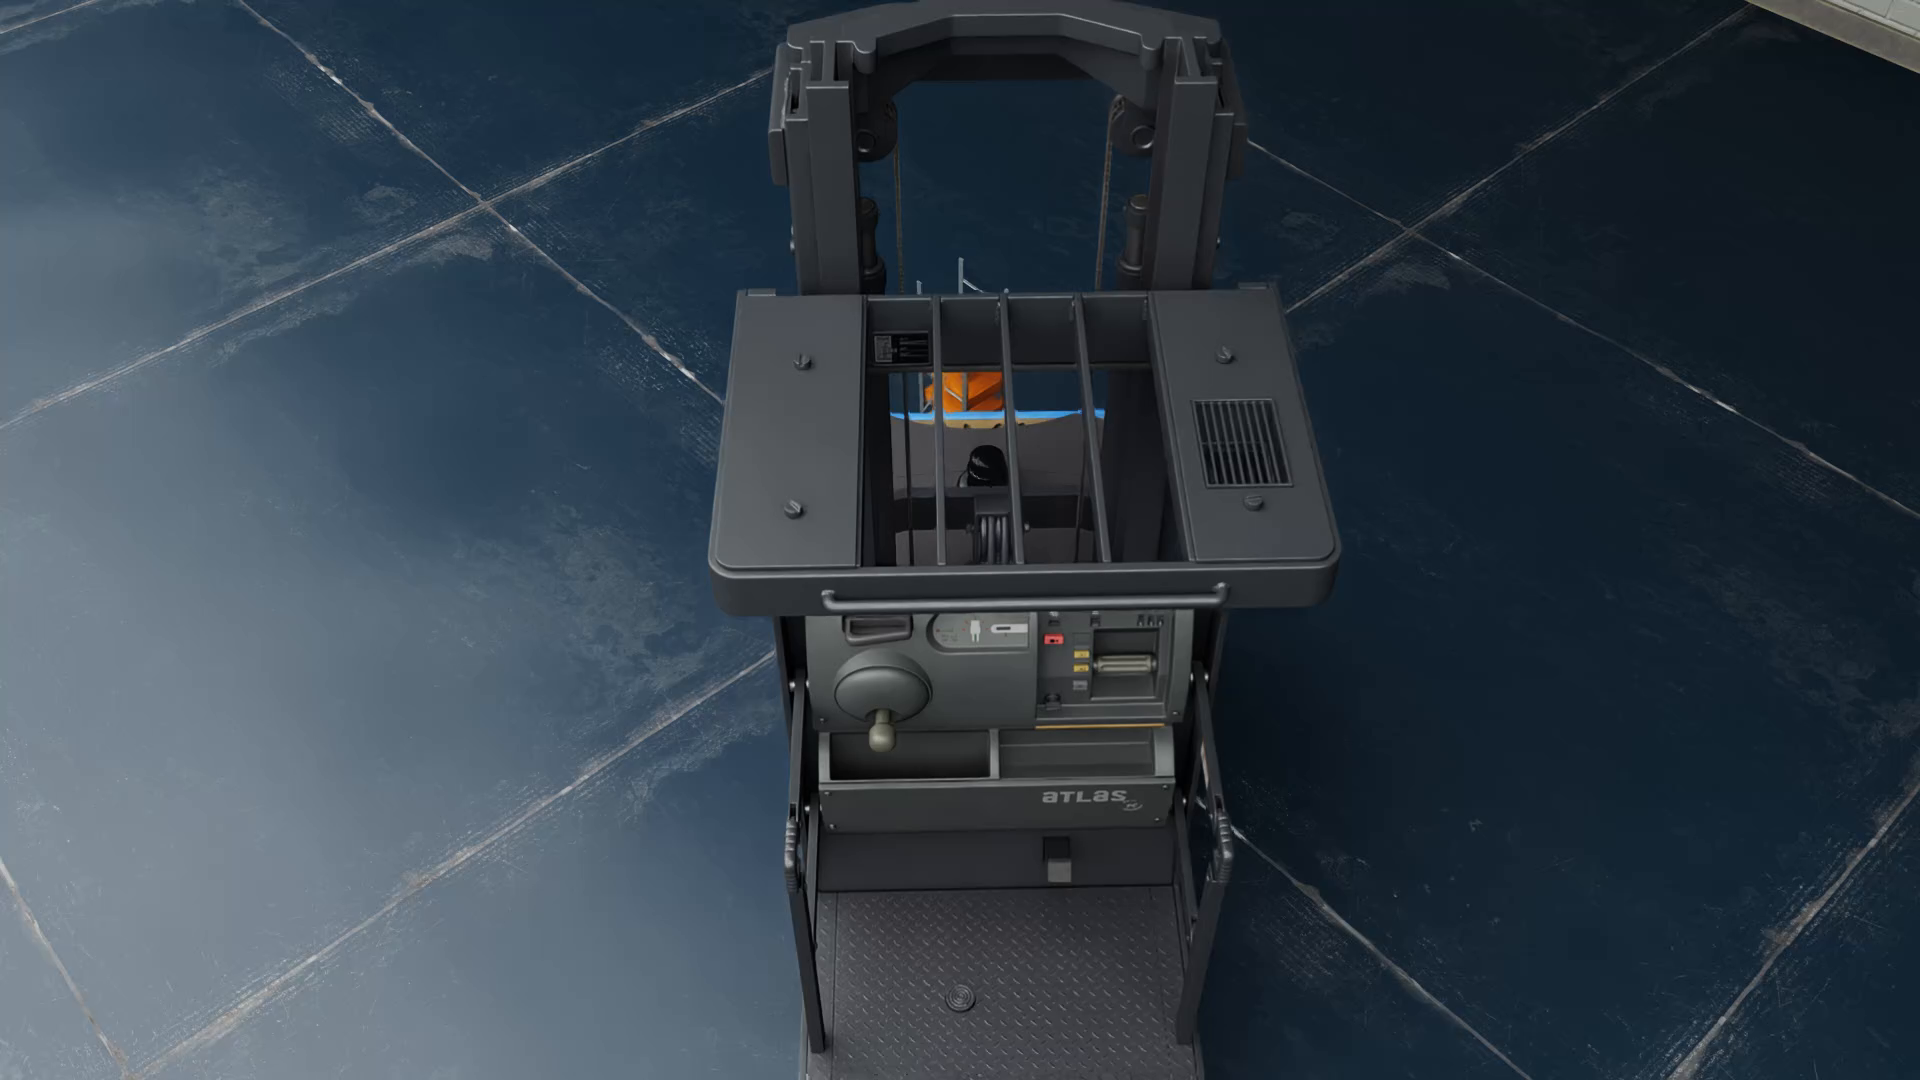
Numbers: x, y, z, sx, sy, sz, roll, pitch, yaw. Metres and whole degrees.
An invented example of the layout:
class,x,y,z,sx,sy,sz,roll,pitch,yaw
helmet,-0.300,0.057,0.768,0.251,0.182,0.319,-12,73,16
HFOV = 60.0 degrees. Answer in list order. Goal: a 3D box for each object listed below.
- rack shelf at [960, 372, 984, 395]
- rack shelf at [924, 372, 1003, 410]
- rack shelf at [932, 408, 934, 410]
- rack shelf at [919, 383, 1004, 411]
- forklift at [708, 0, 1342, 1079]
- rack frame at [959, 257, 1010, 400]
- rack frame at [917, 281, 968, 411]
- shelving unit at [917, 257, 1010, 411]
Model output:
class,x,y,z,sx,sy,sz,roll,pitch,yaw
rack shelf,0.011,-0.628,5.584,0.180,0.103,0.258,-34,56,-27
rack shelf,0.011,-0.547,5.672,0.180,0.103,0.258,-34,56,-27
rack shelf,0.011,-0.384,5.848,0.180,0.103,0.258,-34,56,-27
rack shelf,0.011,-0.465,5.760,0.180,0.103,0.258,-34,56,-27
forklift,0.103,0.411,3.877,1.130,2.935,3.031,-1,47,-1
rack frame,0.078,-0.459,5.857,0.006,1.200,0.240,-34,56,-27
rack frame,-0.057,-0.369,5.774,0.006,1.200,0.240,-34,56,-27
shelving unit,0.011,-0.414,5.816,0.189,1.200,0.258,-34,56,-27
